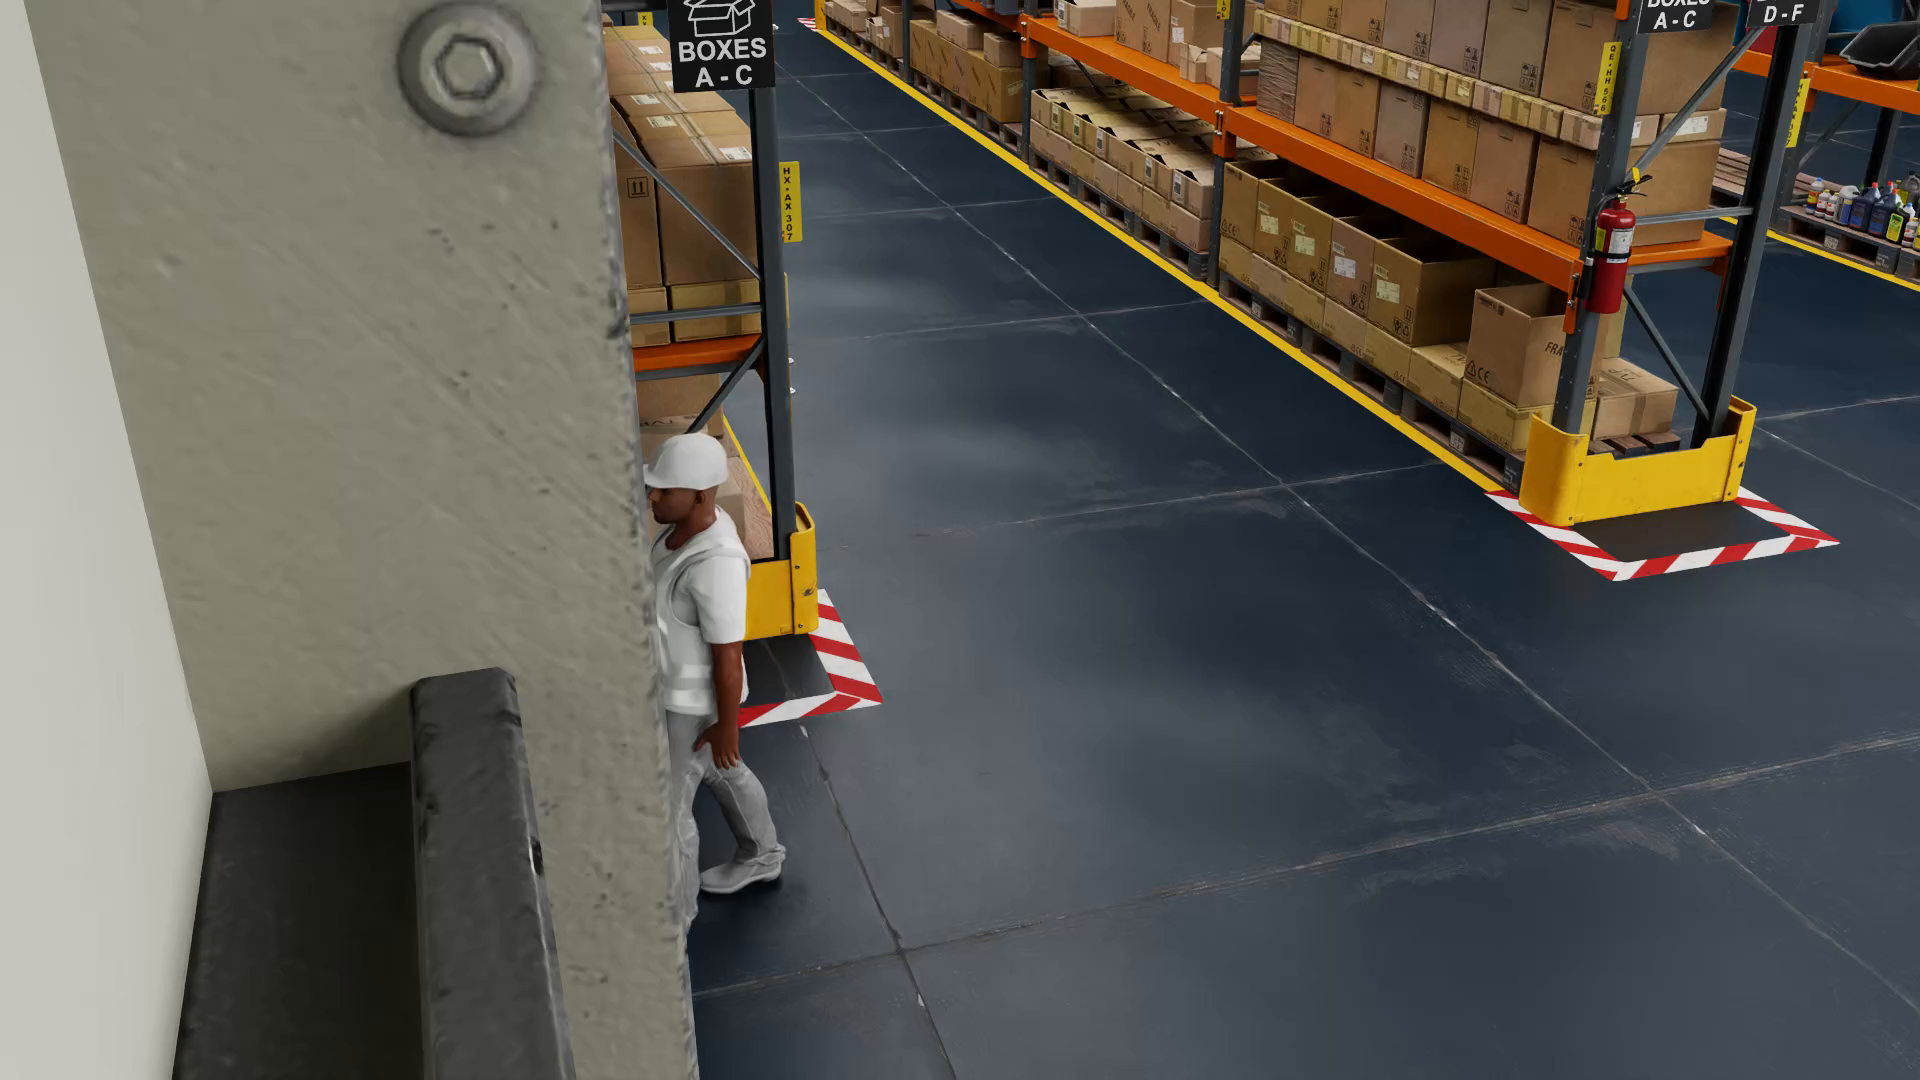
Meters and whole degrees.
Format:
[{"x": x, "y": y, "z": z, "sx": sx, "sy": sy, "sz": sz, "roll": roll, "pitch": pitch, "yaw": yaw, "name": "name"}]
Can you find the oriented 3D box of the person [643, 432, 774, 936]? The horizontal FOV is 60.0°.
[{"x": -0.890, "y": 0.483, "z": 5.366, "sx": 0.549, "sy": 1.766, "sz": 0.567, "roll": -8, "pitch": 27, "yaw": -15, "name": "person"}]
